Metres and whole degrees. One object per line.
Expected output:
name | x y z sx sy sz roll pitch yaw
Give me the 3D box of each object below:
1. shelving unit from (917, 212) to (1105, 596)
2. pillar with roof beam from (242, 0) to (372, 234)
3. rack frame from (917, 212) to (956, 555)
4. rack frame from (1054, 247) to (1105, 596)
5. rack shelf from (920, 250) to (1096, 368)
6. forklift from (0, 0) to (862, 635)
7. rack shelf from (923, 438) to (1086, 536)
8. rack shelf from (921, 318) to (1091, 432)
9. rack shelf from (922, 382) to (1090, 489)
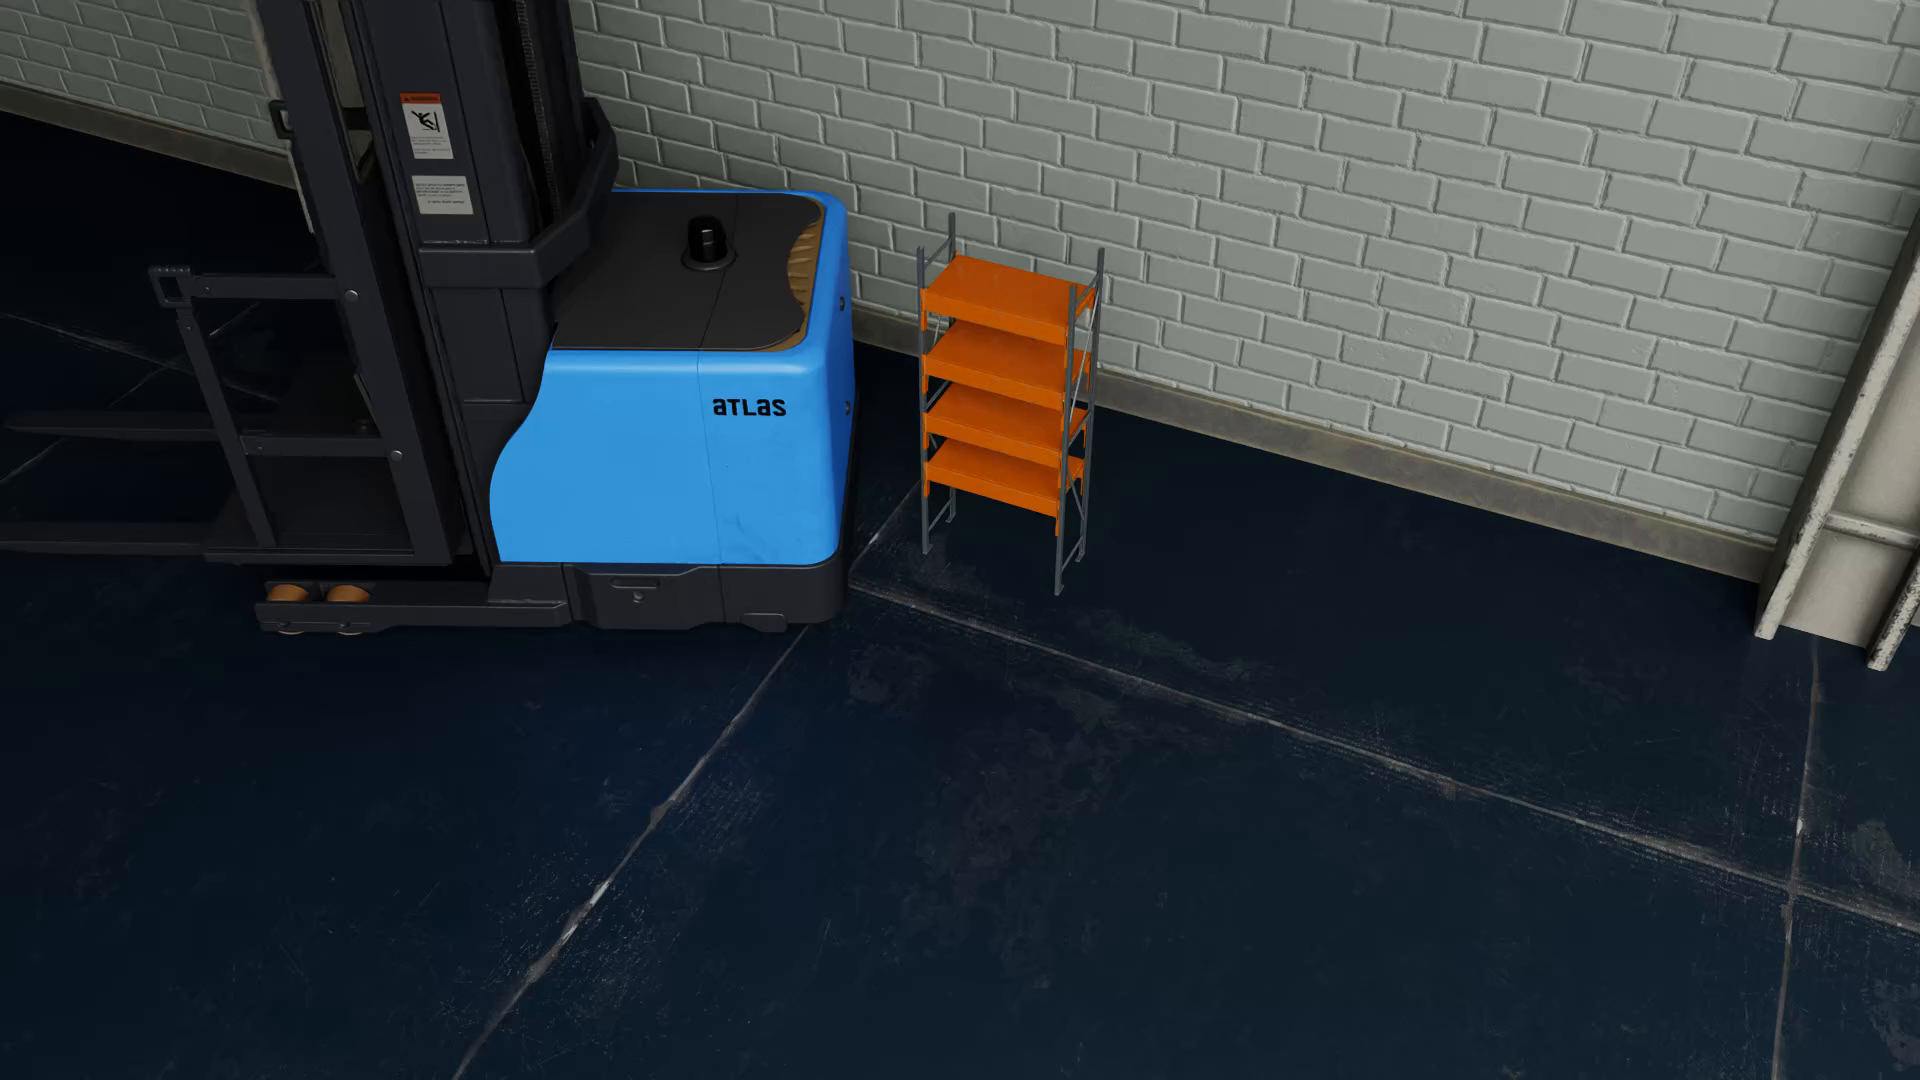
shelving unit | 0.150 -0.408 5.304 0.503 1.200 0.258 17 44 19
pillar with roof beam | -4.440 -2.235 1.458 0.400 9.000 9.100 17 44 19
rack frame | -0.071 -0.475 5.382 0.015 1.200 0.240 17 44 19
rack frame | 0.371 -0.340 5.226 0.015 1.200 0.240 17 44 19
rack shelf | 0.150 -0.704 5.047 0.480 0.148 0.258 17 44 19
forklift | -1.879 -1.145 4.834 3.031 2.935 1.130 1 41 1
rack shelf | 0.150 -0.207 5.478 0.480 0.148 0.258 17 44 19
rack shelf | 0.150 -0.526 5.202 0.480 0.148 0.258 17 44 19
rack shelf | 0.150 -0.357 5.348 0.480 0.148 0.258 17 44 19
